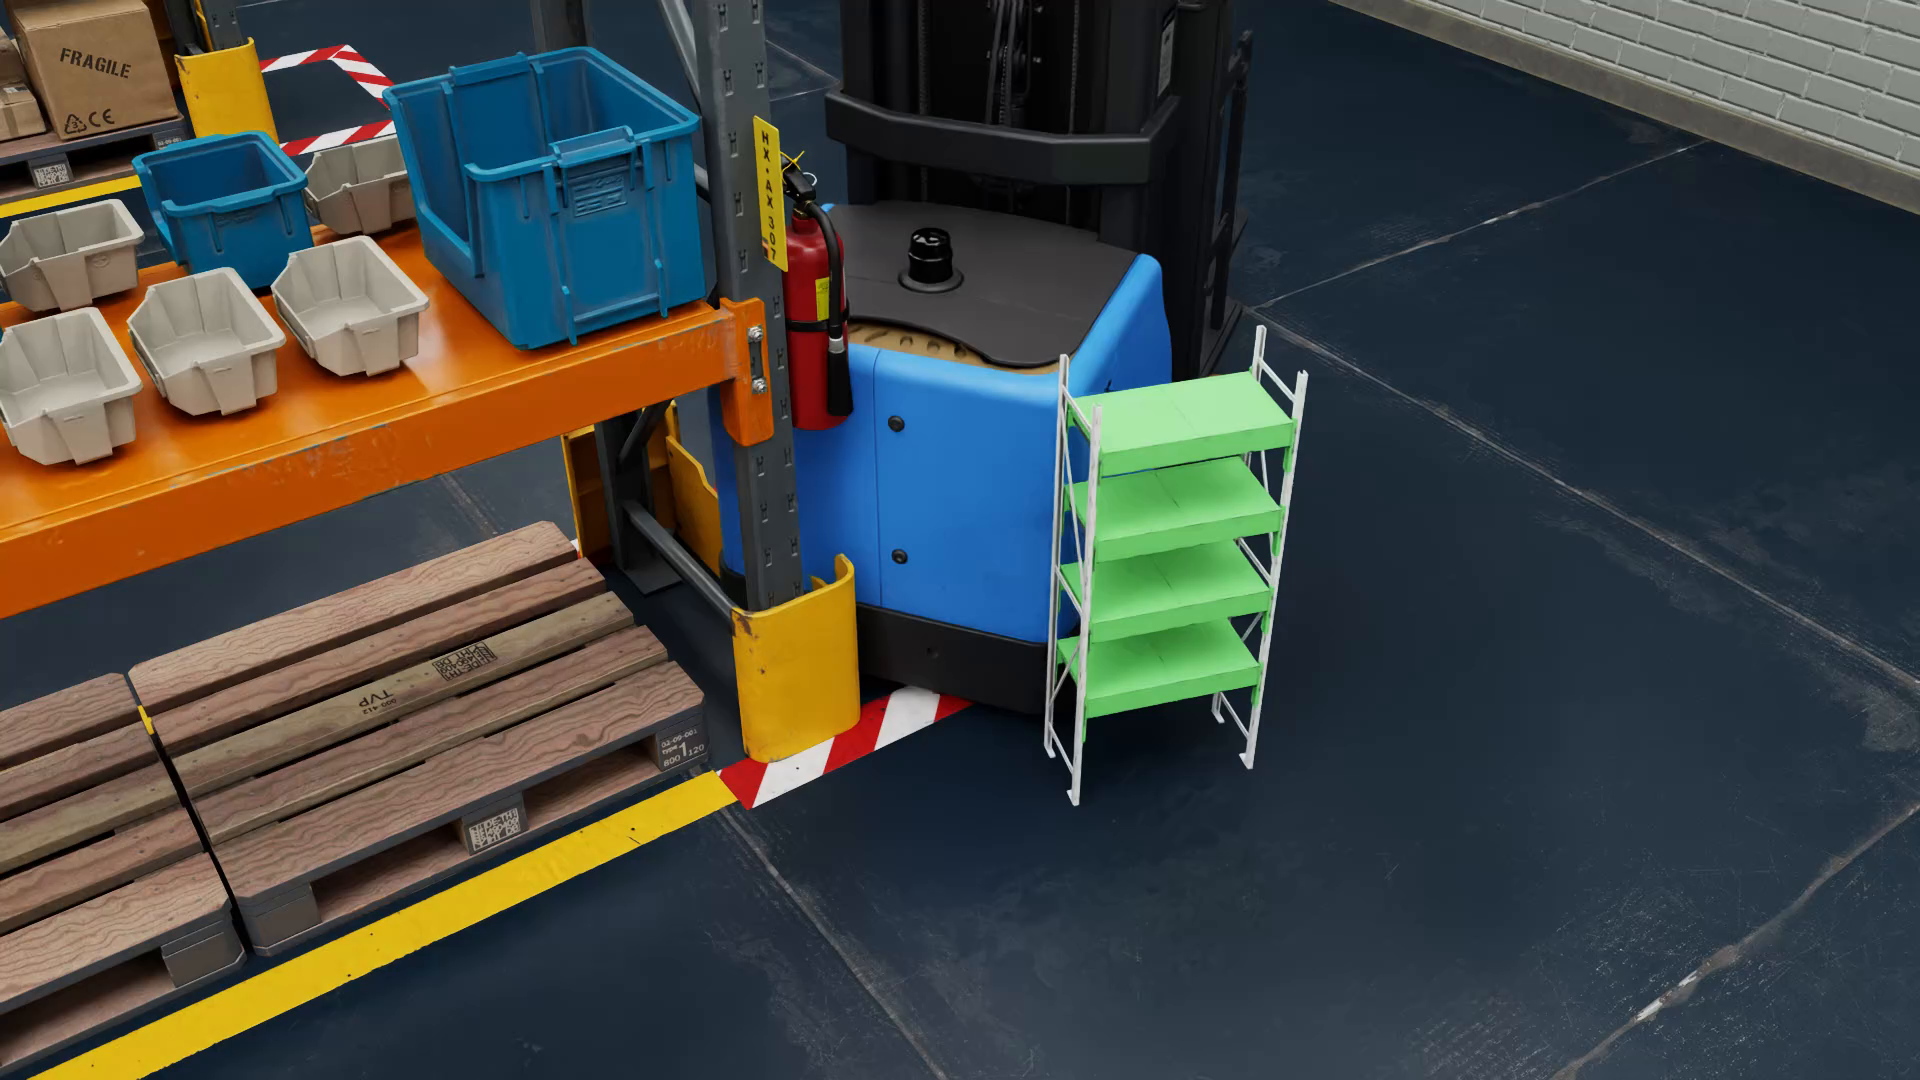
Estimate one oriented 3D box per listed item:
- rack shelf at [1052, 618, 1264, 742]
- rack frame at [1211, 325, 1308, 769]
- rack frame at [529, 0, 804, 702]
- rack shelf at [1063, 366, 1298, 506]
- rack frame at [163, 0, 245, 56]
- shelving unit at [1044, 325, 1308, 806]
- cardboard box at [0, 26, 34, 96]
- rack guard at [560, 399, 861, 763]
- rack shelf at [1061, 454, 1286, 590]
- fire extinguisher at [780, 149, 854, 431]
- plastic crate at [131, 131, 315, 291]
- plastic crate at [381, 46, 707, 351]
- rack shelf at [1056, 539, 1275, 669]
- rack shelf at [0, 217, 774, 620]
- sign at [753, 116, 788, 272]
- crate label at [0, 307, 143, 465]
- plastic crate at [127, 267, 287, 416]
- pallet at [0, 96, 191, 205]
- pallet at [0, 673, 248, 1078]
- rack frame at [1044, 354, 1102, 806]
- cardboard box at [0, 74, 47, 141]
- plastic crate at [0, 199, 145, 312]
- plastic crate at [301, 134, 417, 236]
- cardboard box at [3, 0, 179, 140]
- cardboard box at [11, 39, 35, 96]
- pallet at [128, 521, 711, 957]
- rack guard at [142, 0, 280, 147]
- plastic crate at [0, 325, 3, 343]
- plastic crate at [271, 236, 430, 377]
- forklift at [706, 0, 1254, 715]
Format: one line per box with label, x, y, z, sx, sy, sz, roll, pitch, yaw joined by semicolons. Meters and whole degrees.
rack shelf;0.501;0.339;4.272;0.480;0.148;0.258;-10;37;-13
rack frame;0.735;0.052;4.150;0.015;1.200;0.240;-10;37;-13
rack frame;-0.736;-0.931;3.976;0.127;3.000;1.000;-22;41;-28
rack shelf;0.501;-0.245;3.850;0.480;0.148;0.258;-10;37;-13
rack frame;-3.587;-3.297;7.264;0.127;3.000;1.000;-22;41;-28
shelving unit;0.501;0.092;4.094;0.503;1.200;0.258;-10;37;-13
cardboard box;-4.603;-2.143;7.639;0.500;0.250;0.500;-22;41;-28
rack guard;-0.724;0.069;4.725;0.348;0.500;1.175;-22;41;-28
rack shelf;0.501;-0.051;3.991;0.480;0.148;0.258;-10;37;-13
fire extinguisher;-0.351;-0.582;3.876;0.183;0.674;0.296;-22;41;-28
plastic crate;-1.666;-0.740;3.802;0.300;0.233;0.416;-22;41;-28
plastic crate;-0.902;-0.768;3.667;0.499;0.435;0.616;-22;41;-28
rack shelf;0.501;0.144;4.131;0.480;0.148;0.258;-10;37;-13
rack shelf;-2.371;0.034;3.250;4.000;0.370;1.077;-22;41;-28
sign;-0.406;-0.740;3.571;0.005;0.325;0.100;-22;41;-28
crate label;-1.757;-0.292;3.261;0.243;0.136;0.396;-22;41;-28
plastic crate;-1.544;-0.397;3.408;0.243;0.136;0.396;-22;41;-28
pallet;-4.300;-1.870;7.670;1.213;0.211;1.003;-22;41;-28
pallet;-2.429;0.868;3.863;1.213;0.211;1.003;-22;41;-28
rack frame;0.267;0.132;4.038;0.015;1.200;0.240;-10;37;-13
cardboard box;-4.272;-1.931;7.416;0.250;0.166;0.380;-22;41;-28
plastic crate;-1.992;-0.626;3.726;0.298;0.136;0.250;-22;41;-28
plastic crate;-1.438;-0.854;4.043;0.298;0.136;0.250;-22;41;-28
cardboard box;-3.889;-2.160;7.448;0.500;0.500;0.500;-22;41;-28
cardboard box;-4.331;-2.264;7.879;0.250;0.166;0.380;-22;41;-28
pallet;-1.433;0.460;4.430;1.213;0.211;1.003;-22;41;-28
rack guard;-3.649;-2.256;7.959;0.348;0.500;1.175;-22;41;-28
plastic crate;-2.204;-0.519;3.494;0.300;0.233;0.416;-22;41;-28
plastic crate;-1.299;-0.488;3.534;0.243;0.136;0.396;-22;41;-28
forklift;0.315;-1.577;4.933;1.130;2.935;3.031;12;38;16
